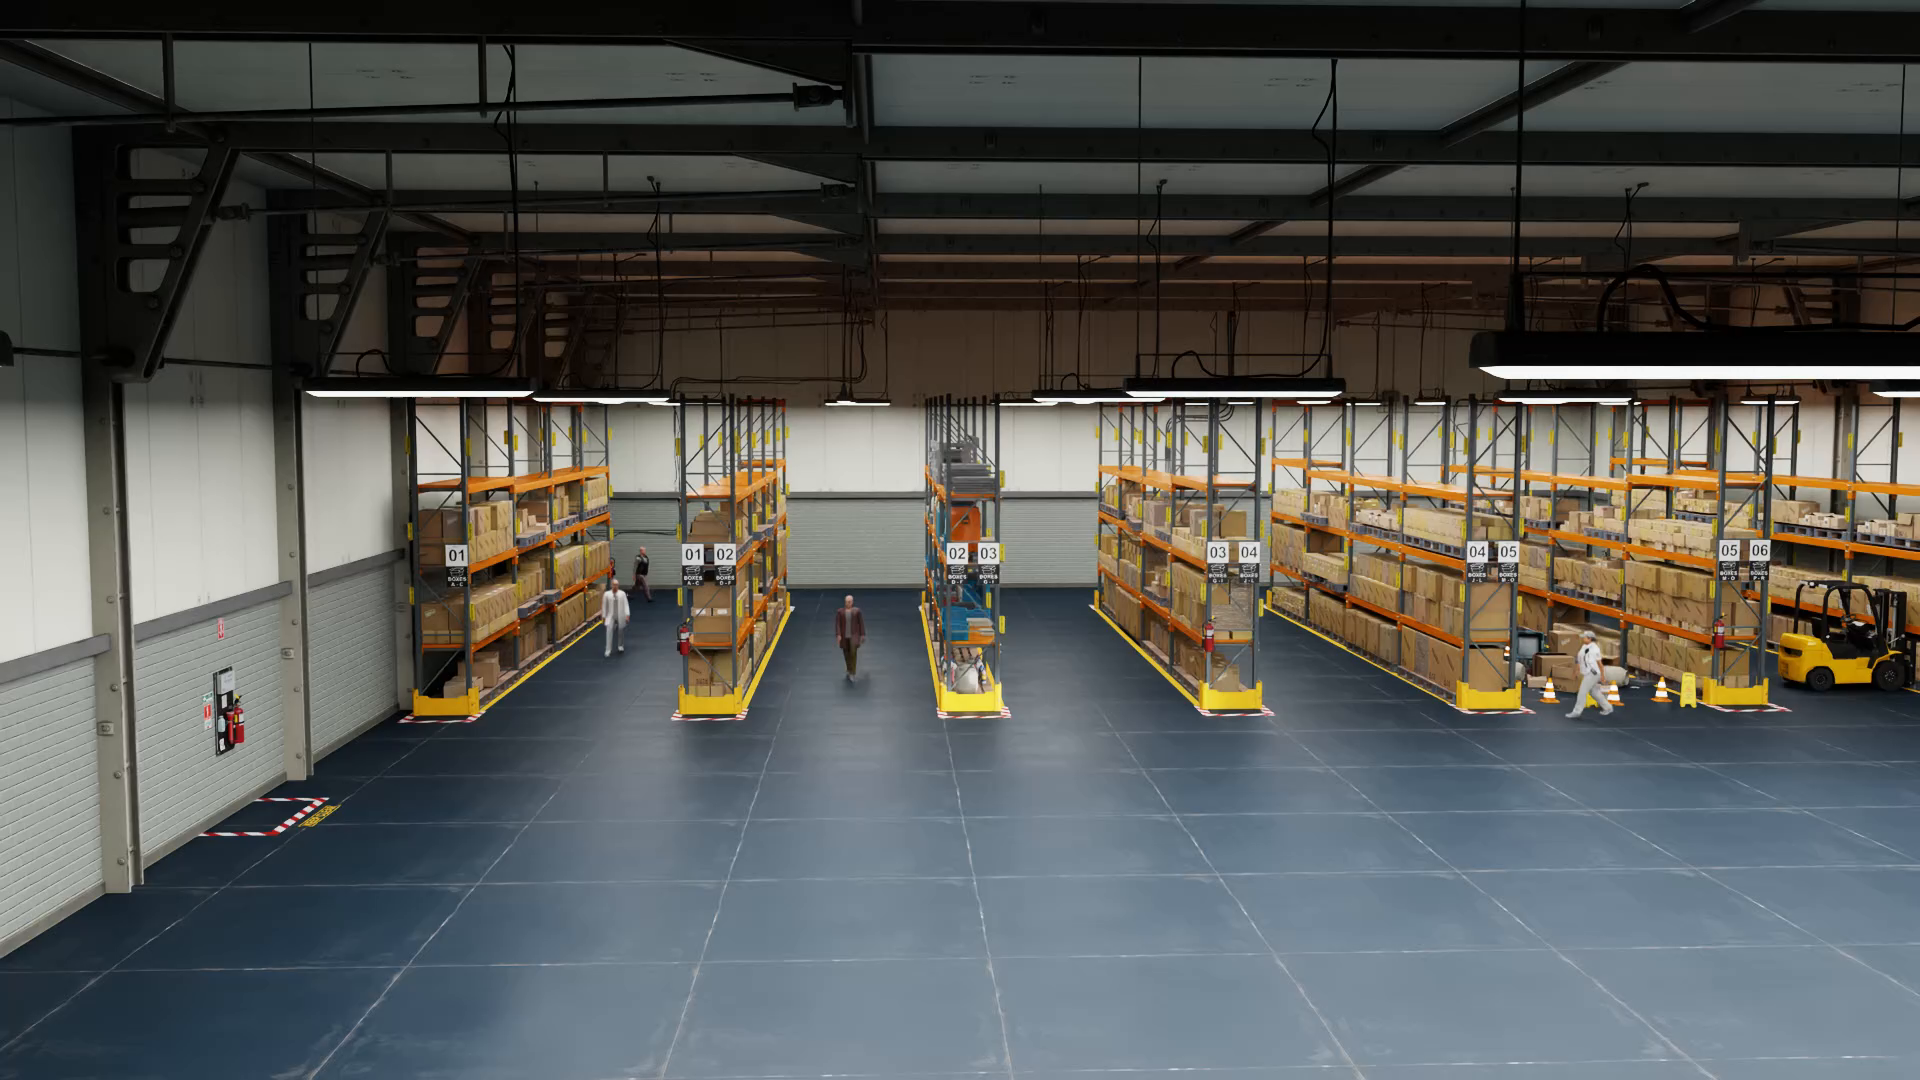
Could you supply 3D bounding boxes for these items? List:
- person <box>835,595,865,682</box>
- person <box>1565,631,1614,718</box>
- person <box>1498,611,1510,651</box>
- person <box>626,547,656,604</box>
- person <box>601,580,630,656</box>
[{"bbox_3d":[-2.348,2.058,35.217,0.626,1.762,0.920,1,5,7],"label":"person"},{"bbox_3d":[11.658,2.476,30.769,0.986,1.604,0.526,0,5,-2],"label":"person"},{"bbox_3d":[12.804,1.780,39.184,0.580,1.756,0.413,-3,5,-33],"label":"person"},{"bbox_3d":[-9.405,1.025,49.034,1.106,1.665,0.520,1,5,15],"label":"person"},{"bbox_3d":[-8.000,1.782,38.630,0.656,1.705,1.143,-1,5,-8],"label":"person"}]
